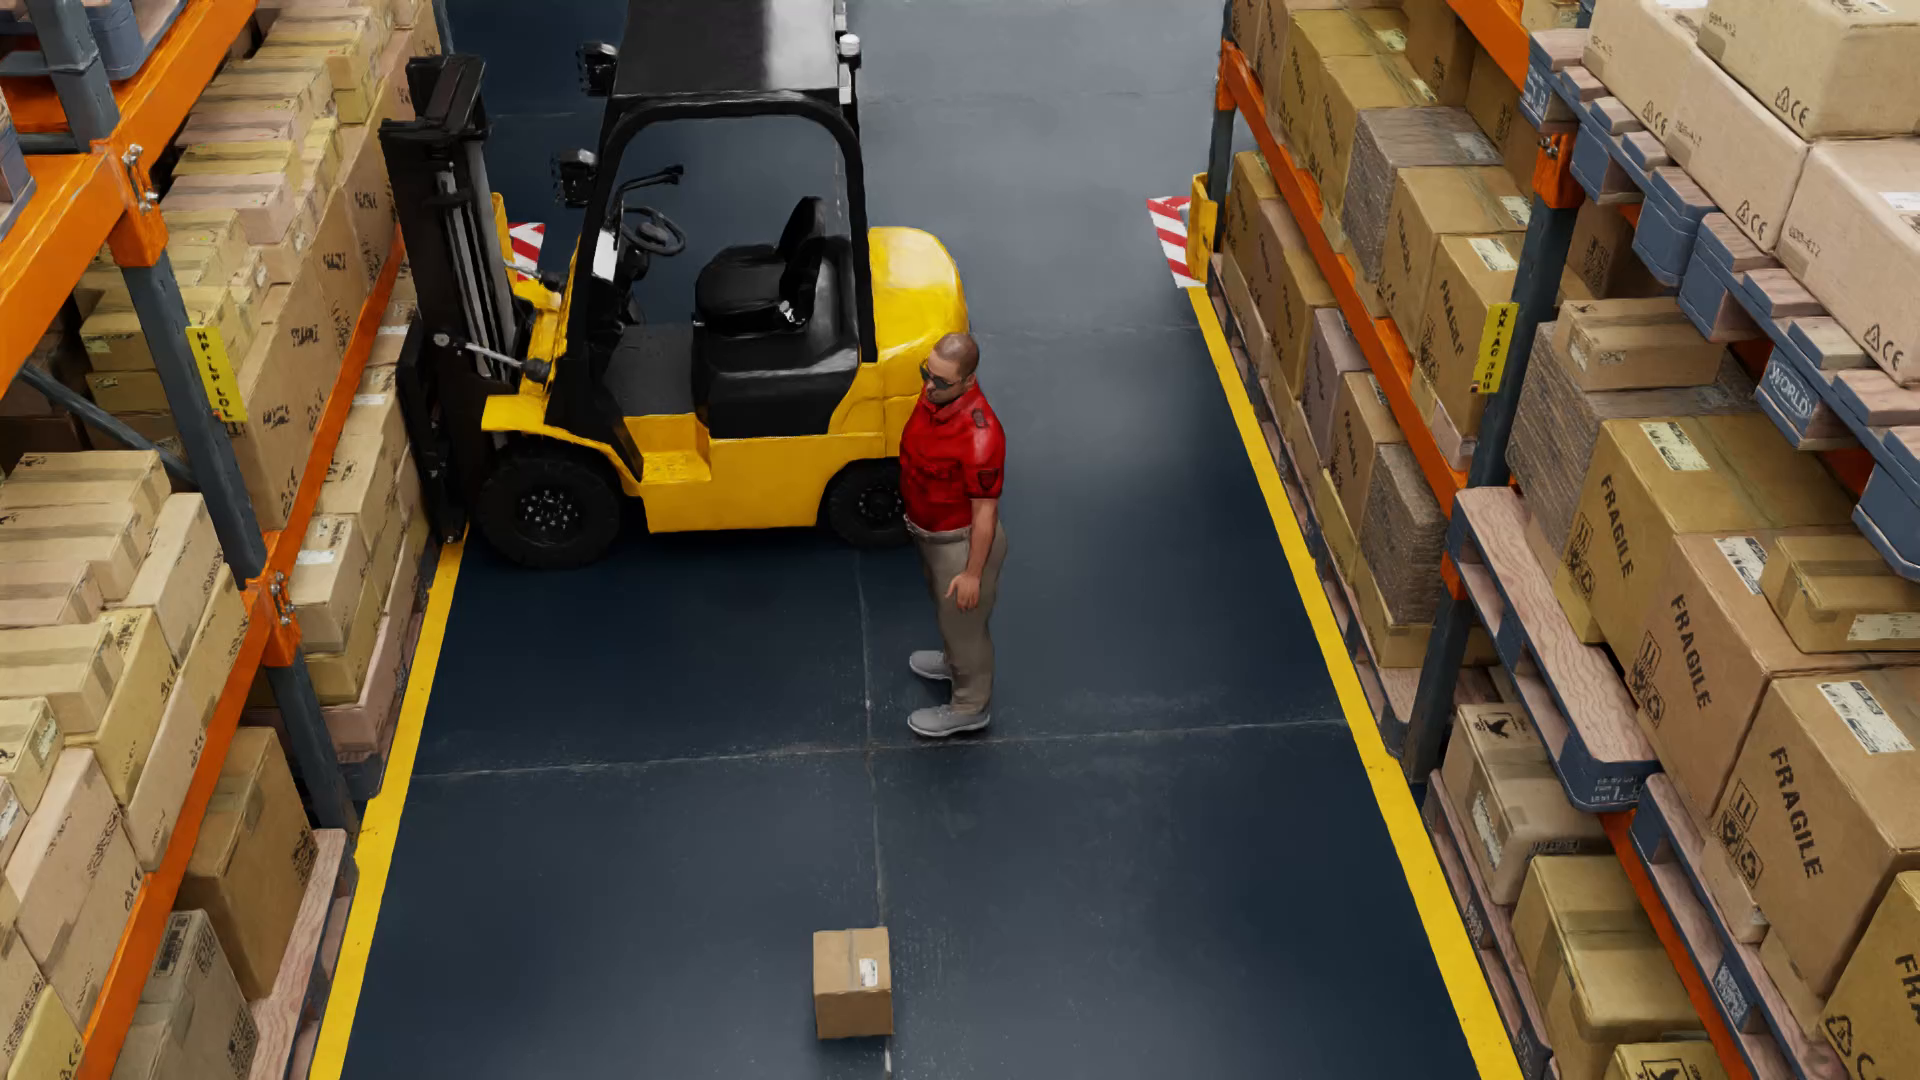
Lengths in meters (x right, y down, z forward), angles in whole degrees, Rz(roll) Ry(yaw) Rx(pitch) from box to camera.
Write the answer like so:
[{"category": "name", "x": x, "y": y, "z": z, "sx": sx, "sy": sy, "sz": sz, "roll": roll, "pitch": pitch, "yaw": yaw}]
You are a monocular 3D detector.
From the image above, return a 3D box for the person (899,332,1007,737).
[{"category": "person", "x": -0.053, "y": -0.011, "z": 6.144, "sx": 0.378, "sy": 1.740, "sz": 0.615, "roll": -11, "pitch": 40, "yaw": -14}]
